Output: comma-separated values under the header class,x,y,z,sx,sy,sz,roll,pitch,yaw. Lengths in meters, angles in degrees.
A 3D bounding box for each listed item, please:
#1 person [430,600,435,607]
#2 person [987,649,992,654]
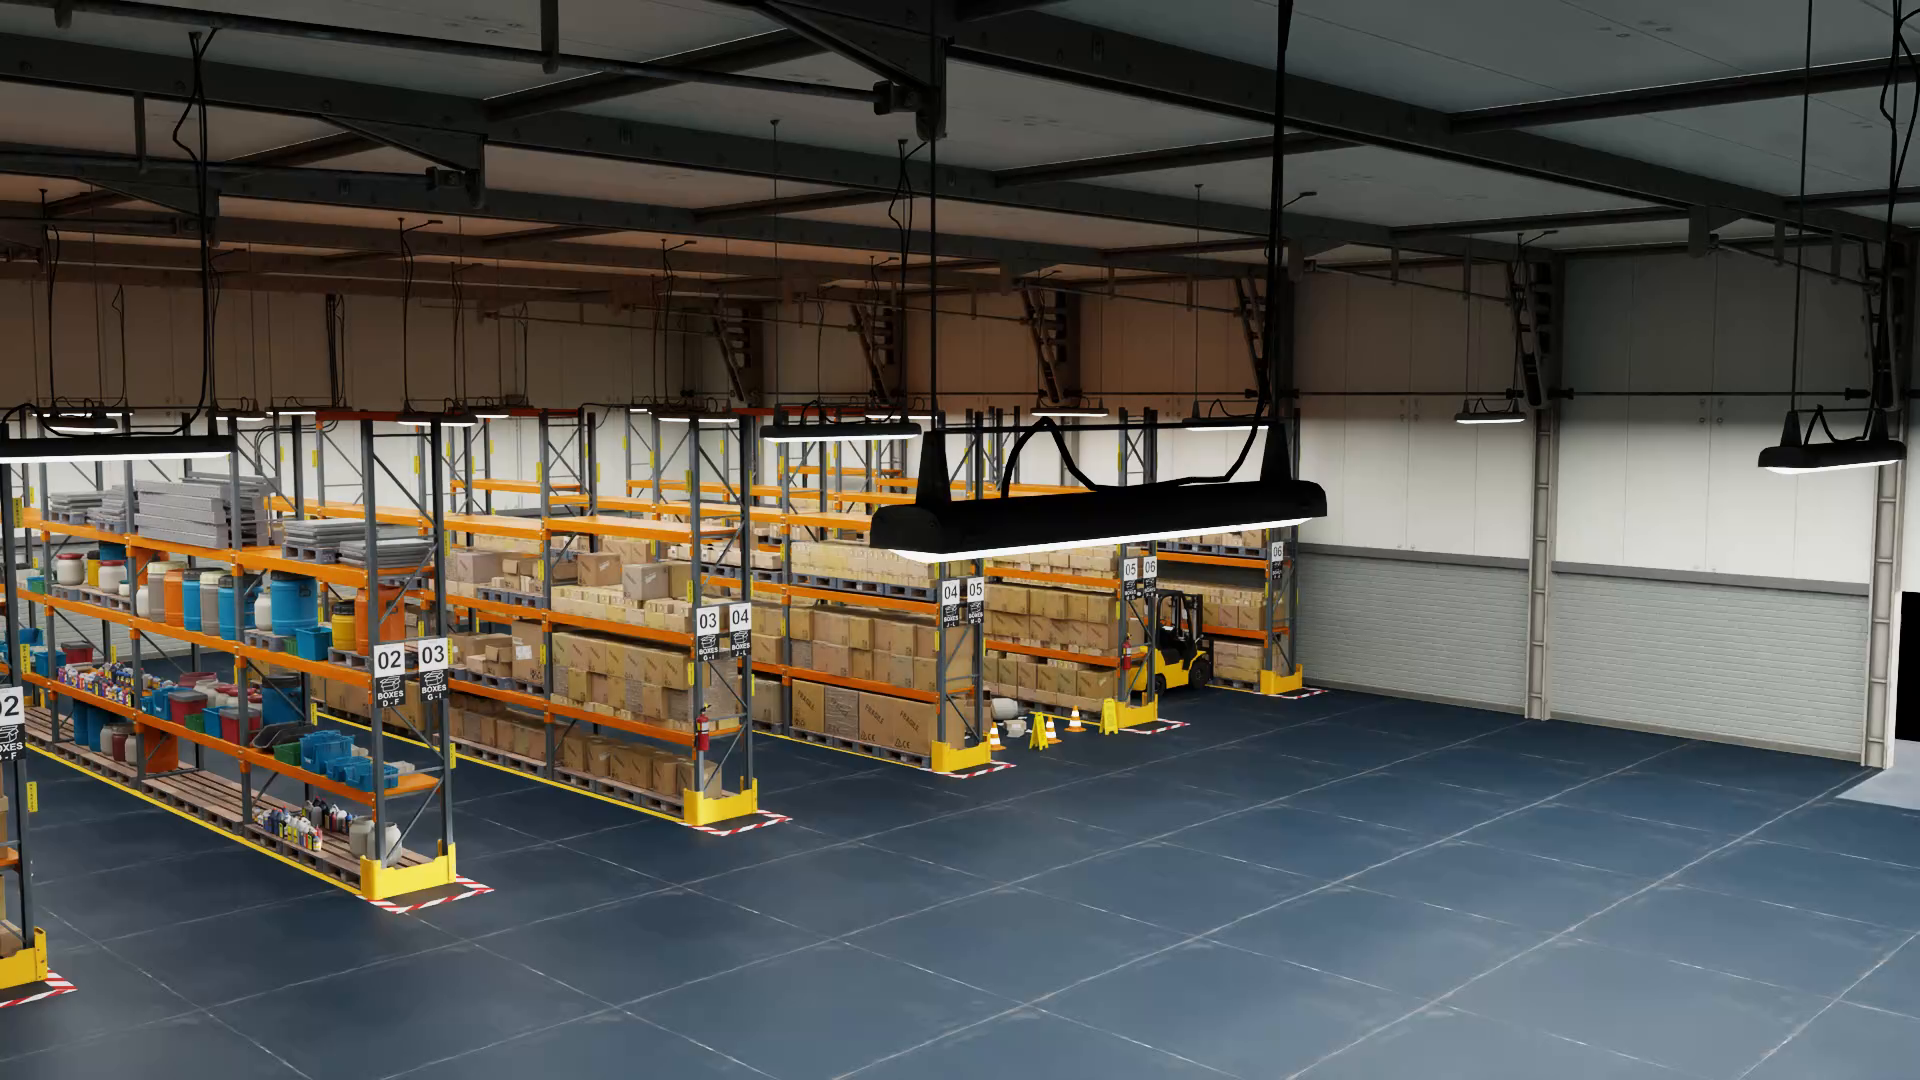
class,x,y,z,sx,sy,sz,roll,pitch,yaw
person,-13.232,1.758,41.748,0.512,1.714,0.479,0,5,-2
person,0.661,2.205,37.688,0.342,1.585,0.504,-4,6,-38
